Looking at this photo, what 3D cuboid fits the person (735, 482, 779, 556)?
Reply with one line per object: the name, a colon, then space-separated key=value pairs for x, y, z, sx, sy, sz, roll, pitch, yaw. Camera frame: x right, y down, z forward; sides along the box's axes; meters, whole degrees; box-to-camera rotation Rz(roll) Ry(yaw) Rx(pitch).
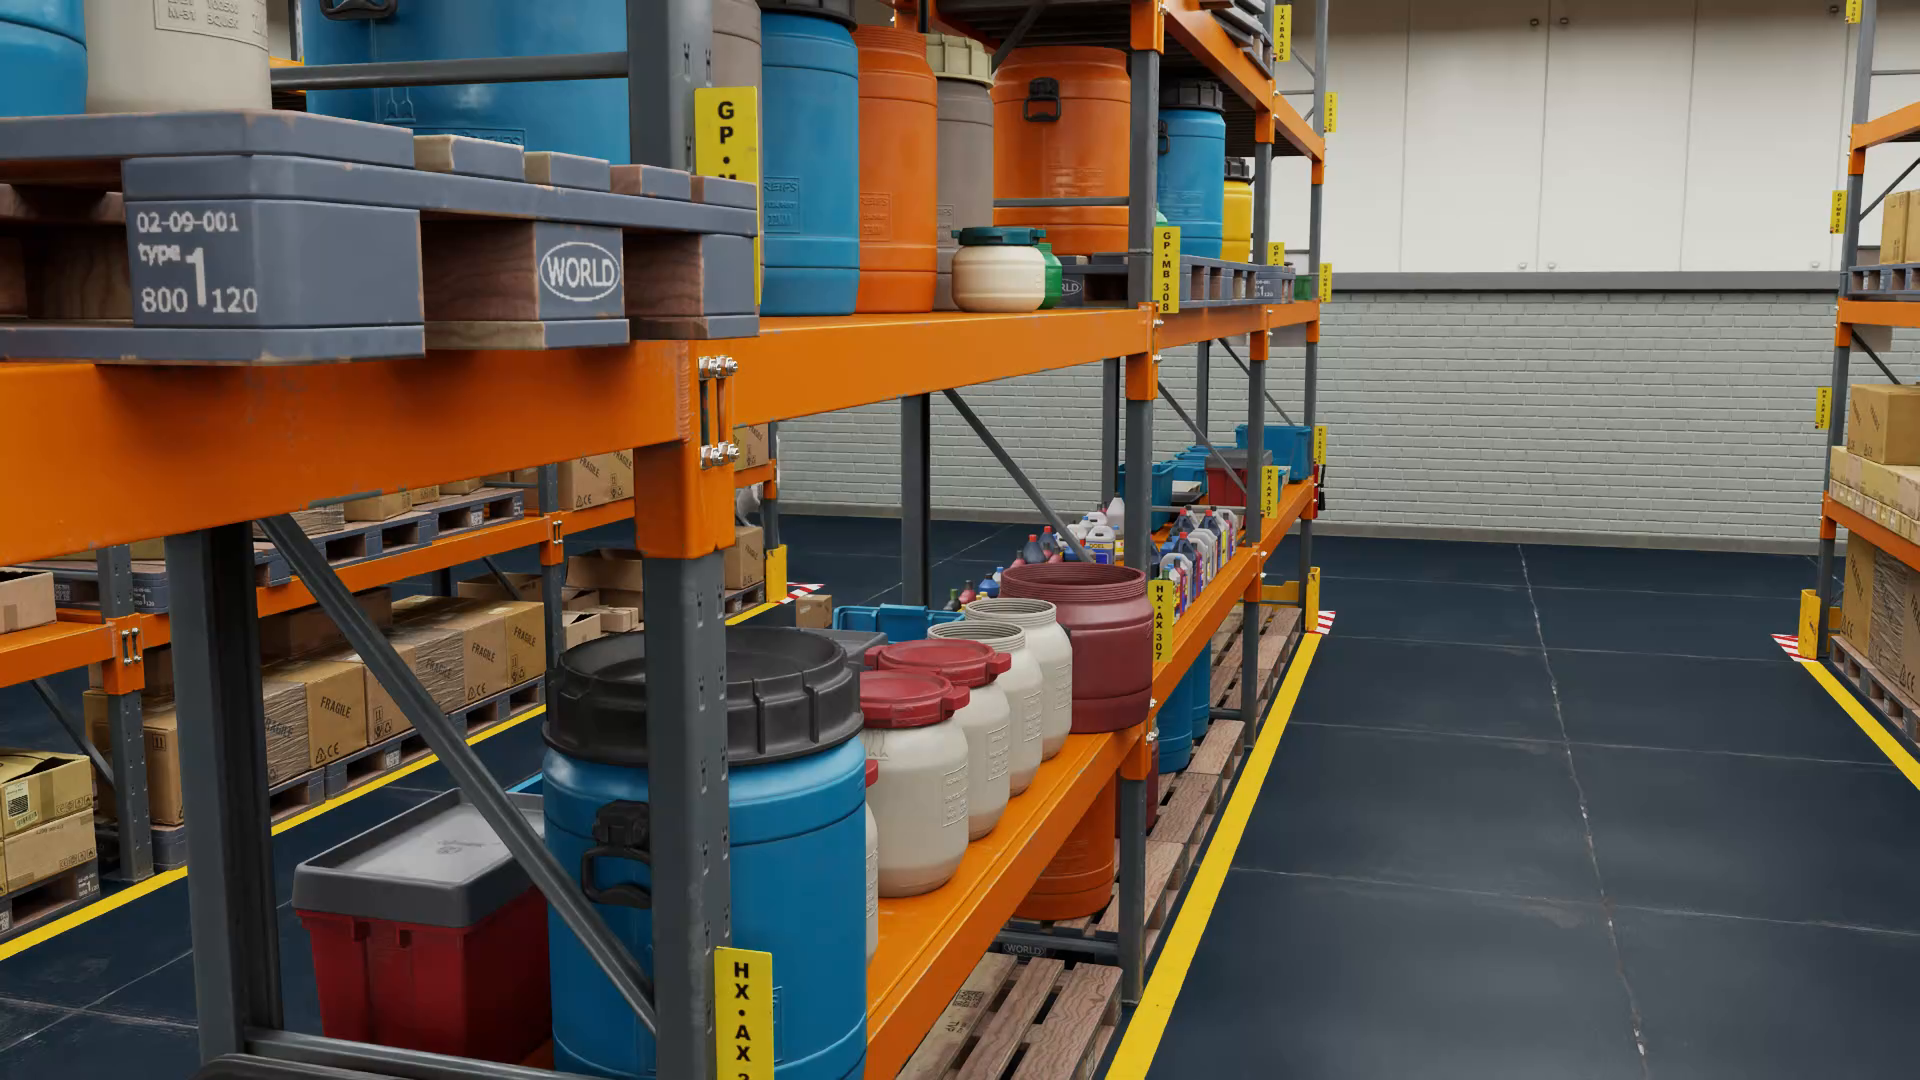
person: x=-2.110 y=-0.532 z=17.285 sx=0.444 sy=1.723 sz=0.491 roll=5 pitch=10 yaw=29
